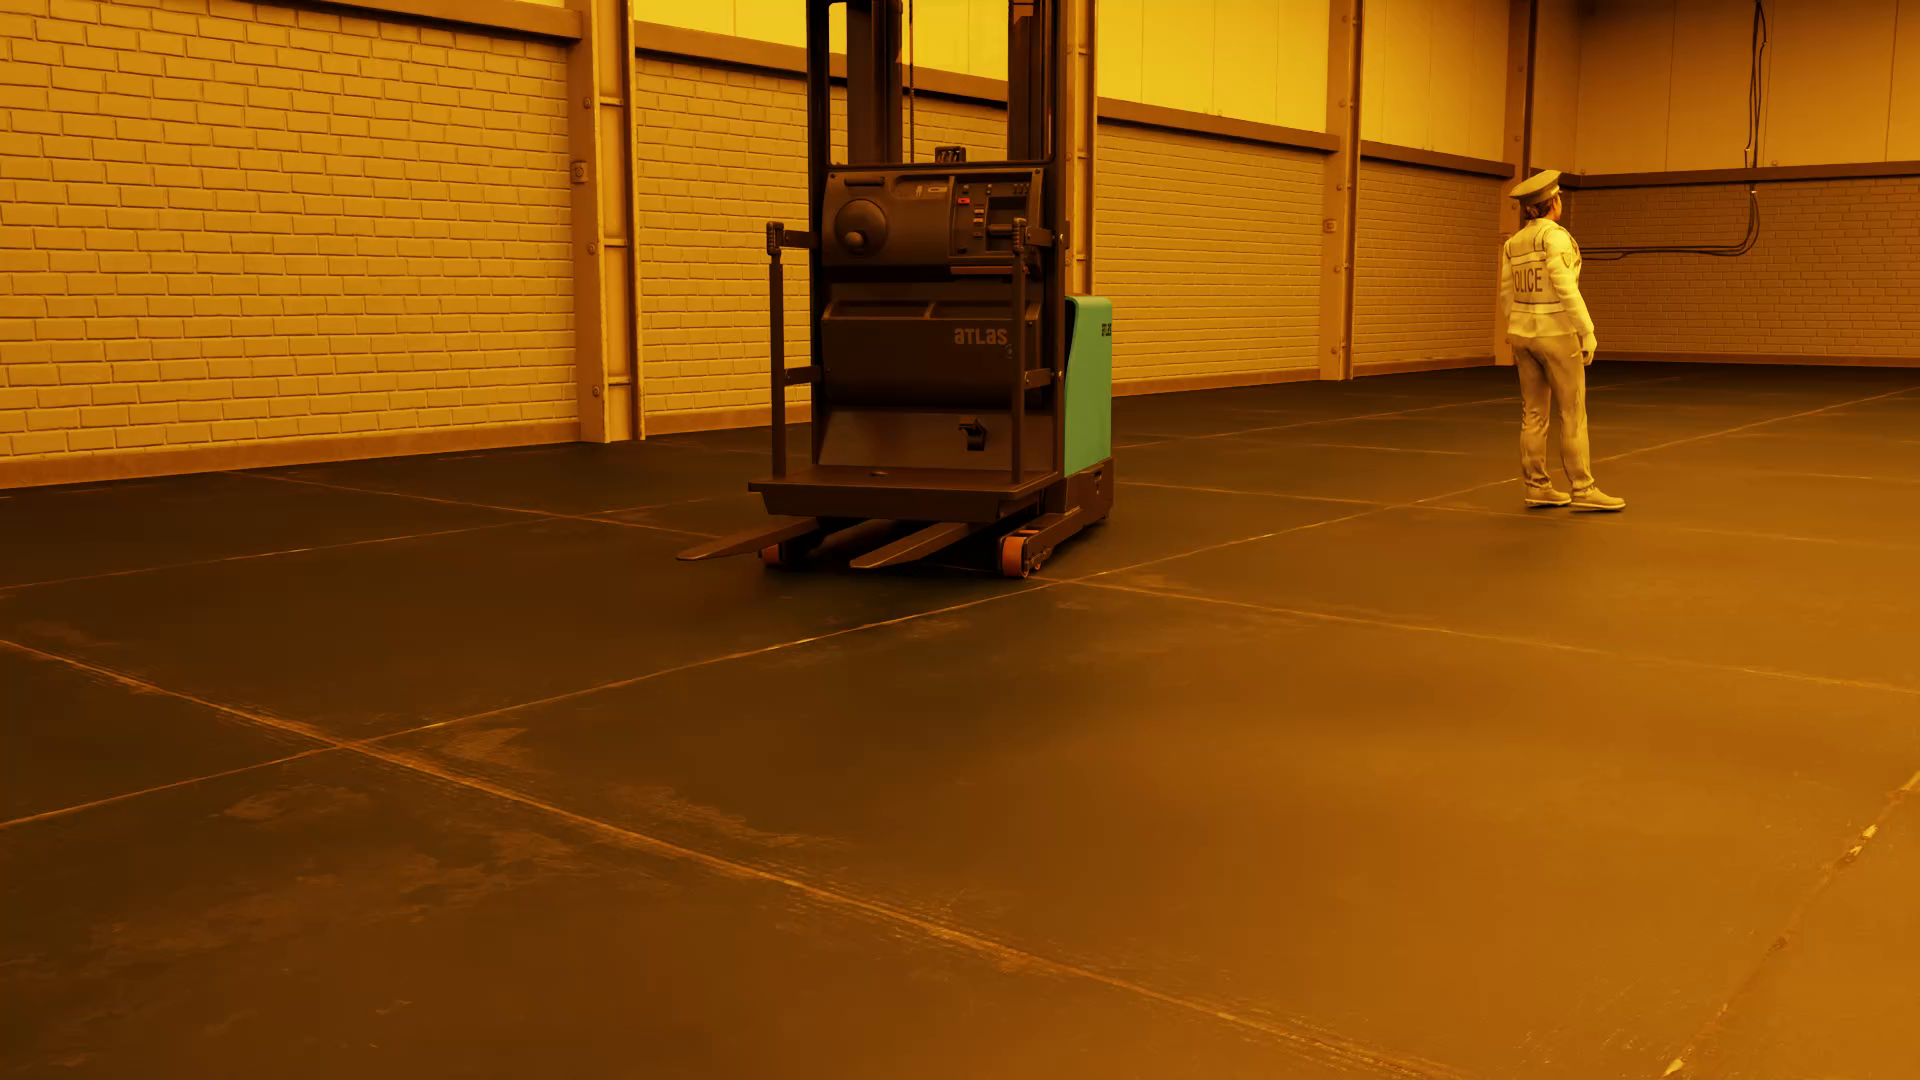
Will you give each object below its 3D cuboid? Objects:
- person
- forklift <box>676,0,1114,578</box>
[{"bbox_3d":[3.033,-1.016,8.445,0.532,1.695,0.587,-3,9,-20],"label":"person"},{"bbox_3d":[-0.176,-1.366,6.616,1.130,2.935,3.031,3,9,17],"label":"forklift"}]
